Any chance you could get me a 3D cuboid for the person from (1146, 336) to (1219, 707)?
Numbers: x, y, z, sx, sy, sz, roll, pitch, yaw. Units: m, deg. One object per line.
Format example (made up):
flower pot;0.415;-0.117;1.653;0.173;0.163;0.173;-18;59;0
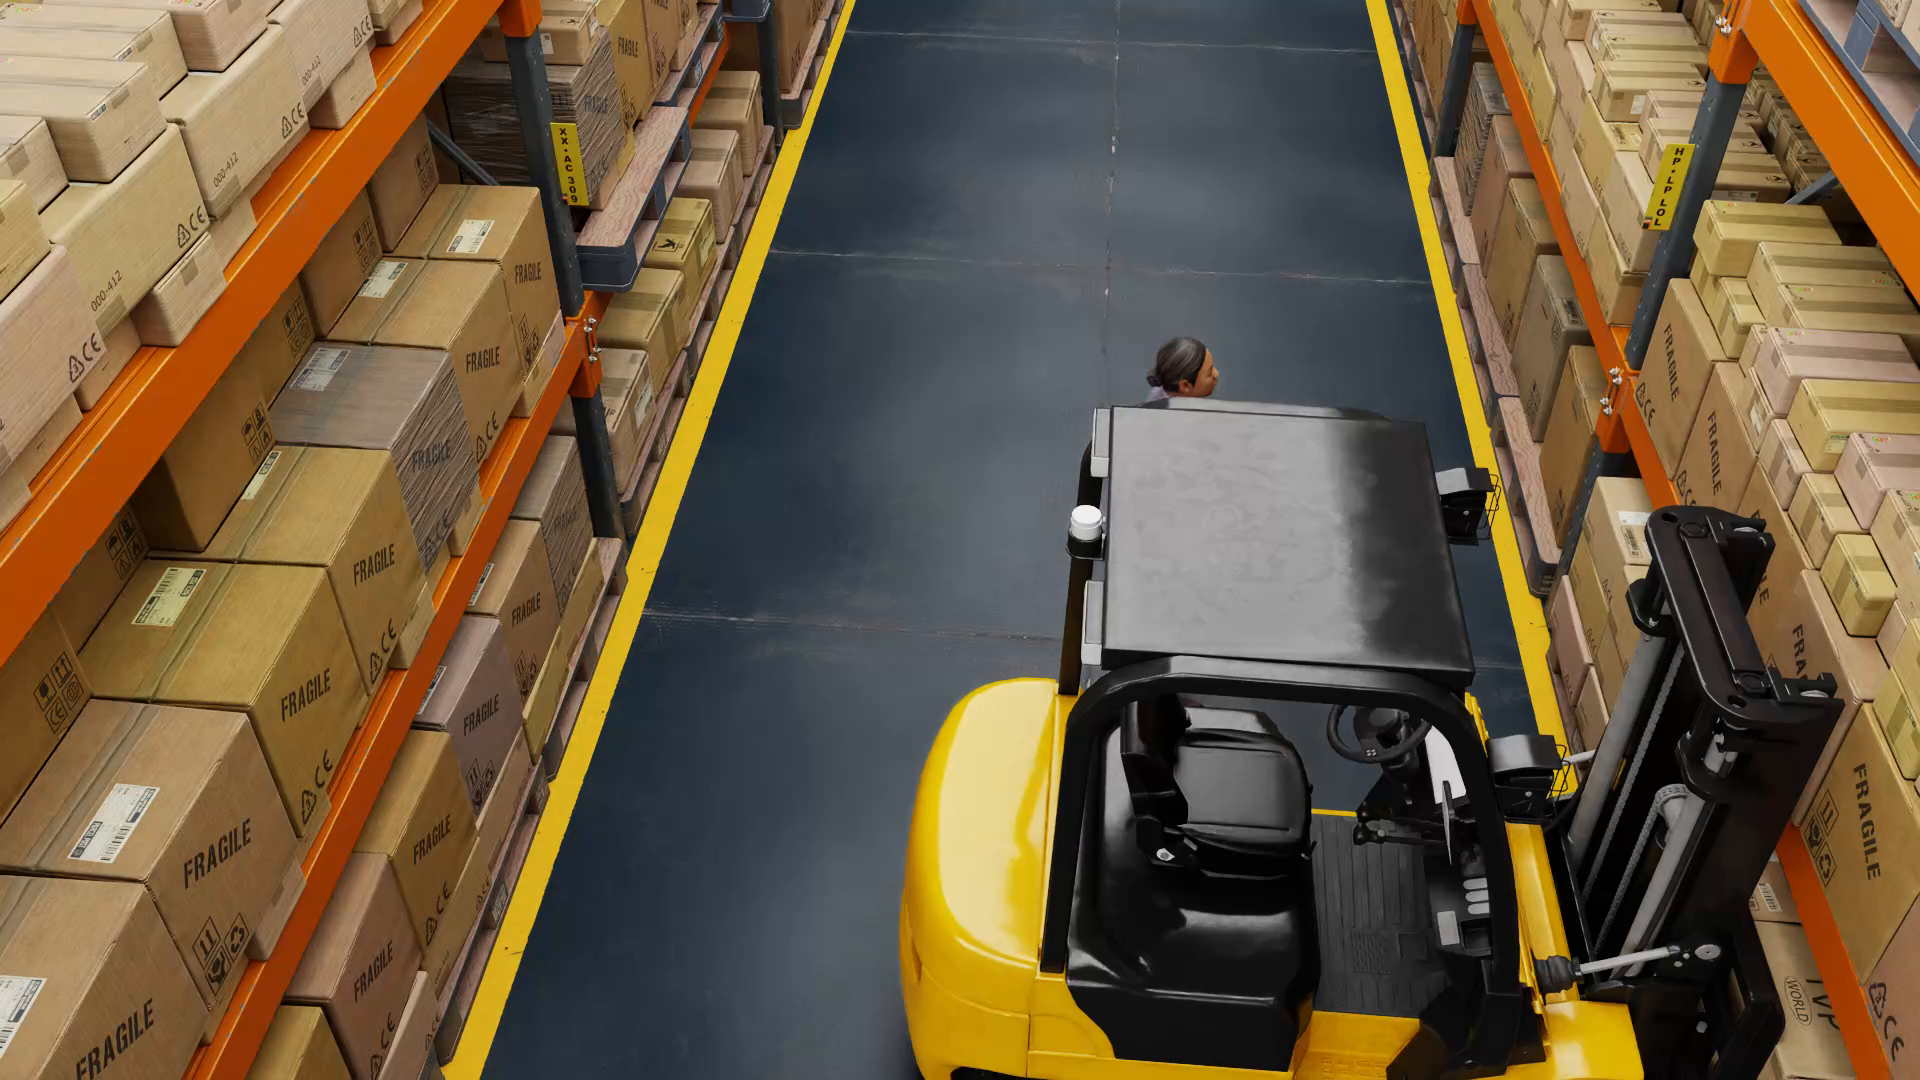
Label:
person;0.869;-0.047;6.218;0.497;1.652;0.480;3;40;4
